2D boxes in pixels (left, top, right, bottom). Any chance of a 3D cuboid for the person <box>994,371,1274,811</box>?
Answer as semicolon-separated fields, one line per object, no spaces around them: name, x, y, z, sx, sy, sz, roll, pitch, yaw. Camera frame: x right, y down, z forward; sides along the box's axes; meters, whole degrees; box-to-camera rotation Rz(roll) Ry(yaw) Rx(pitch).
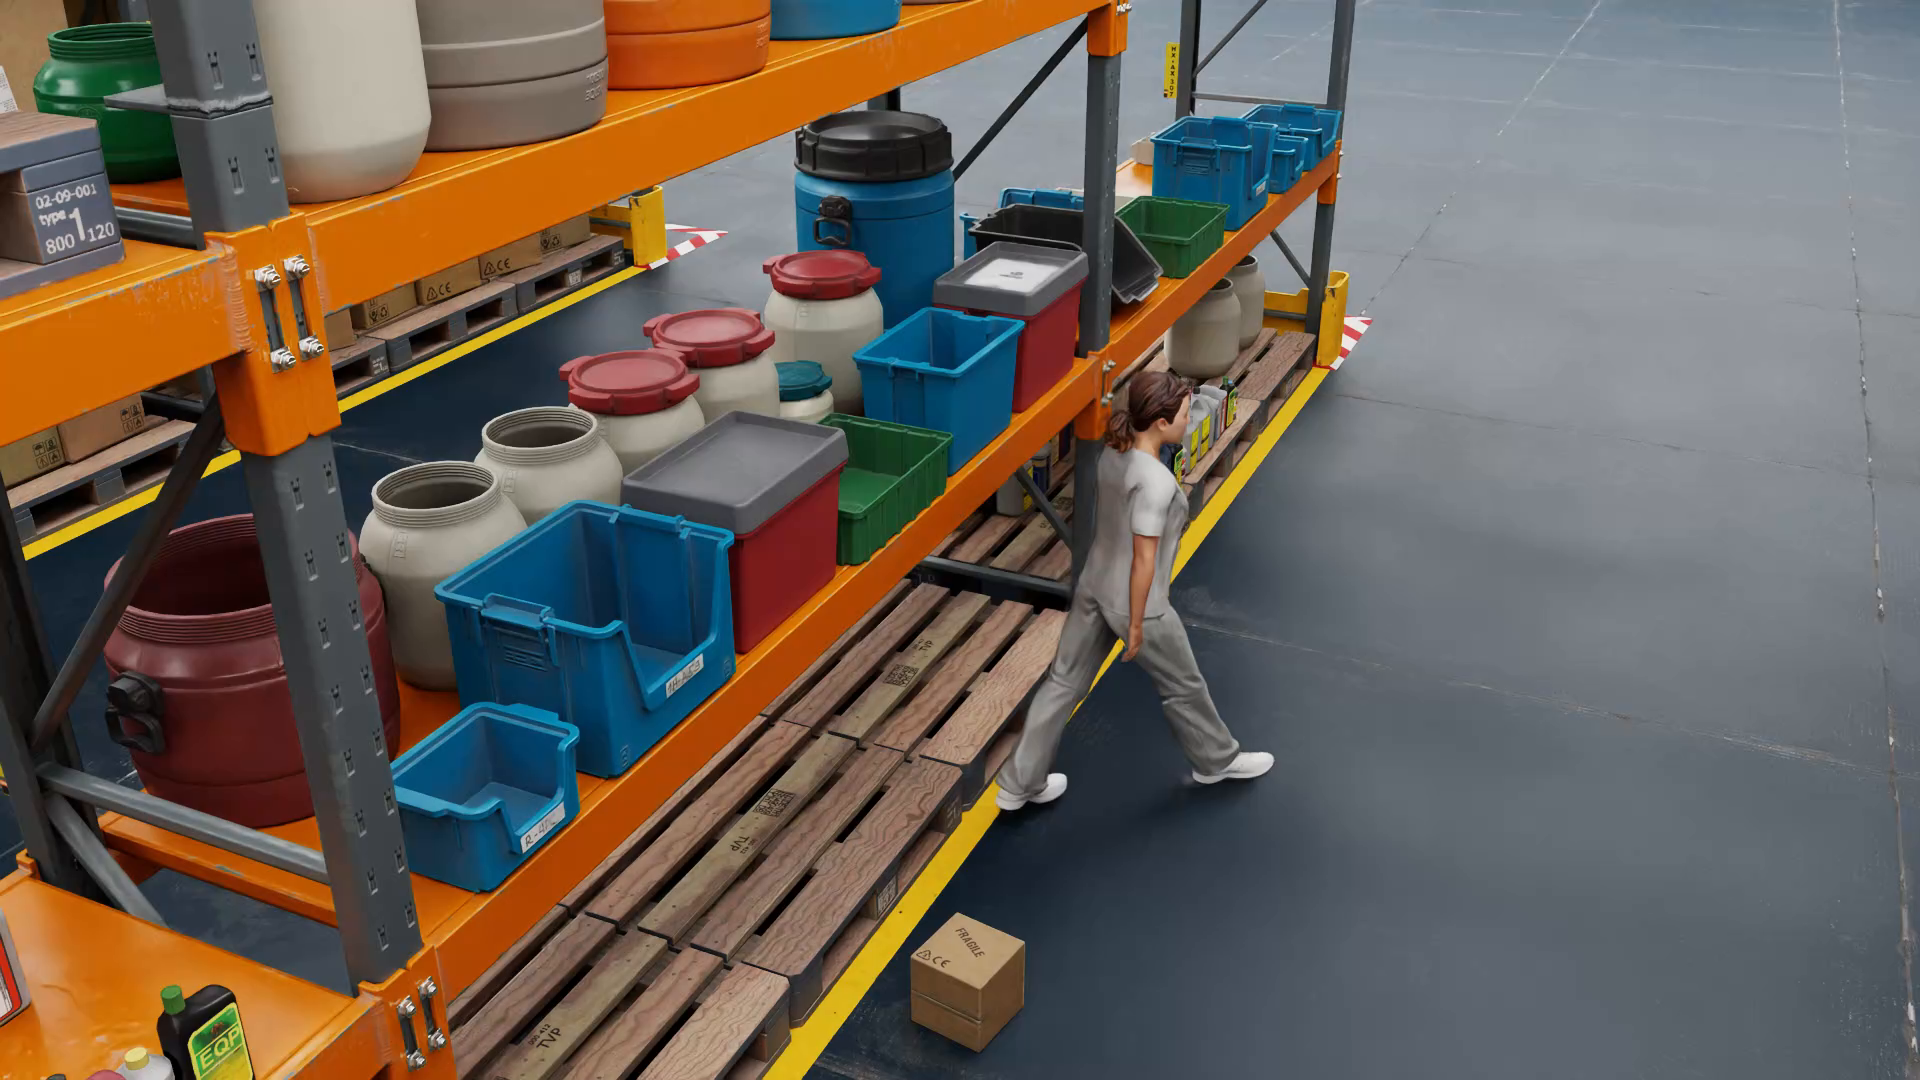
person;0.611;0.175;5.770;1.048;1.600;0.452;-12;29;-23
